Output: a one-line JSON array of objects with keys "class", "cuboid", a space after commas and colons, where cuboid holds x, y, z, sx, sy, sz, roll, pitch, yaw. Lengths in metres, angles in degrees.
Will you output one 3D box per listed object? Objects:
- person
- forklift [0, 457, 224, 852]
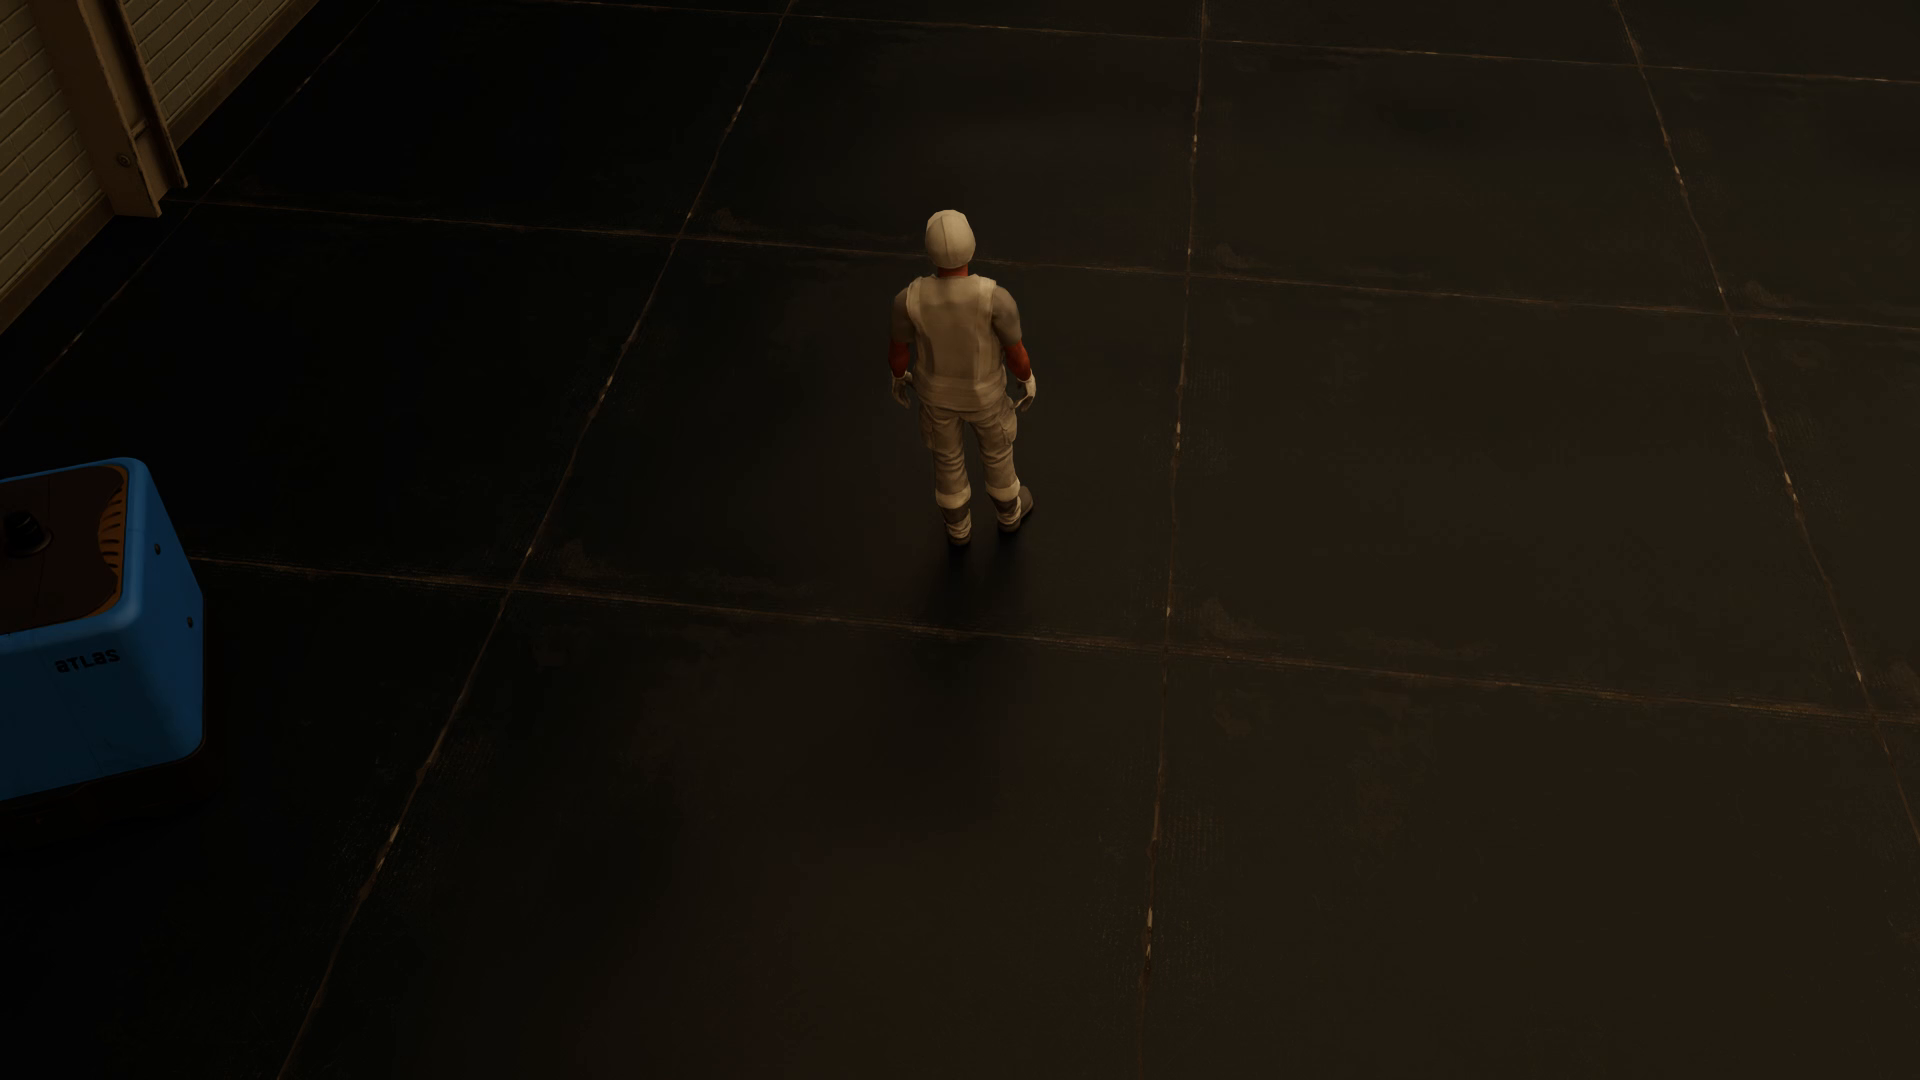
[{"class": "person", "cuboid": [0.021, -0.717, 7.339, 0.638, 1.789, 0.562, 5, 43, 6]}, {"class": "forklift", "cuboid": [-4.556, -0.017, 5.743, 3.031, 2.935, 1.130, -13, 44, -13]}]
